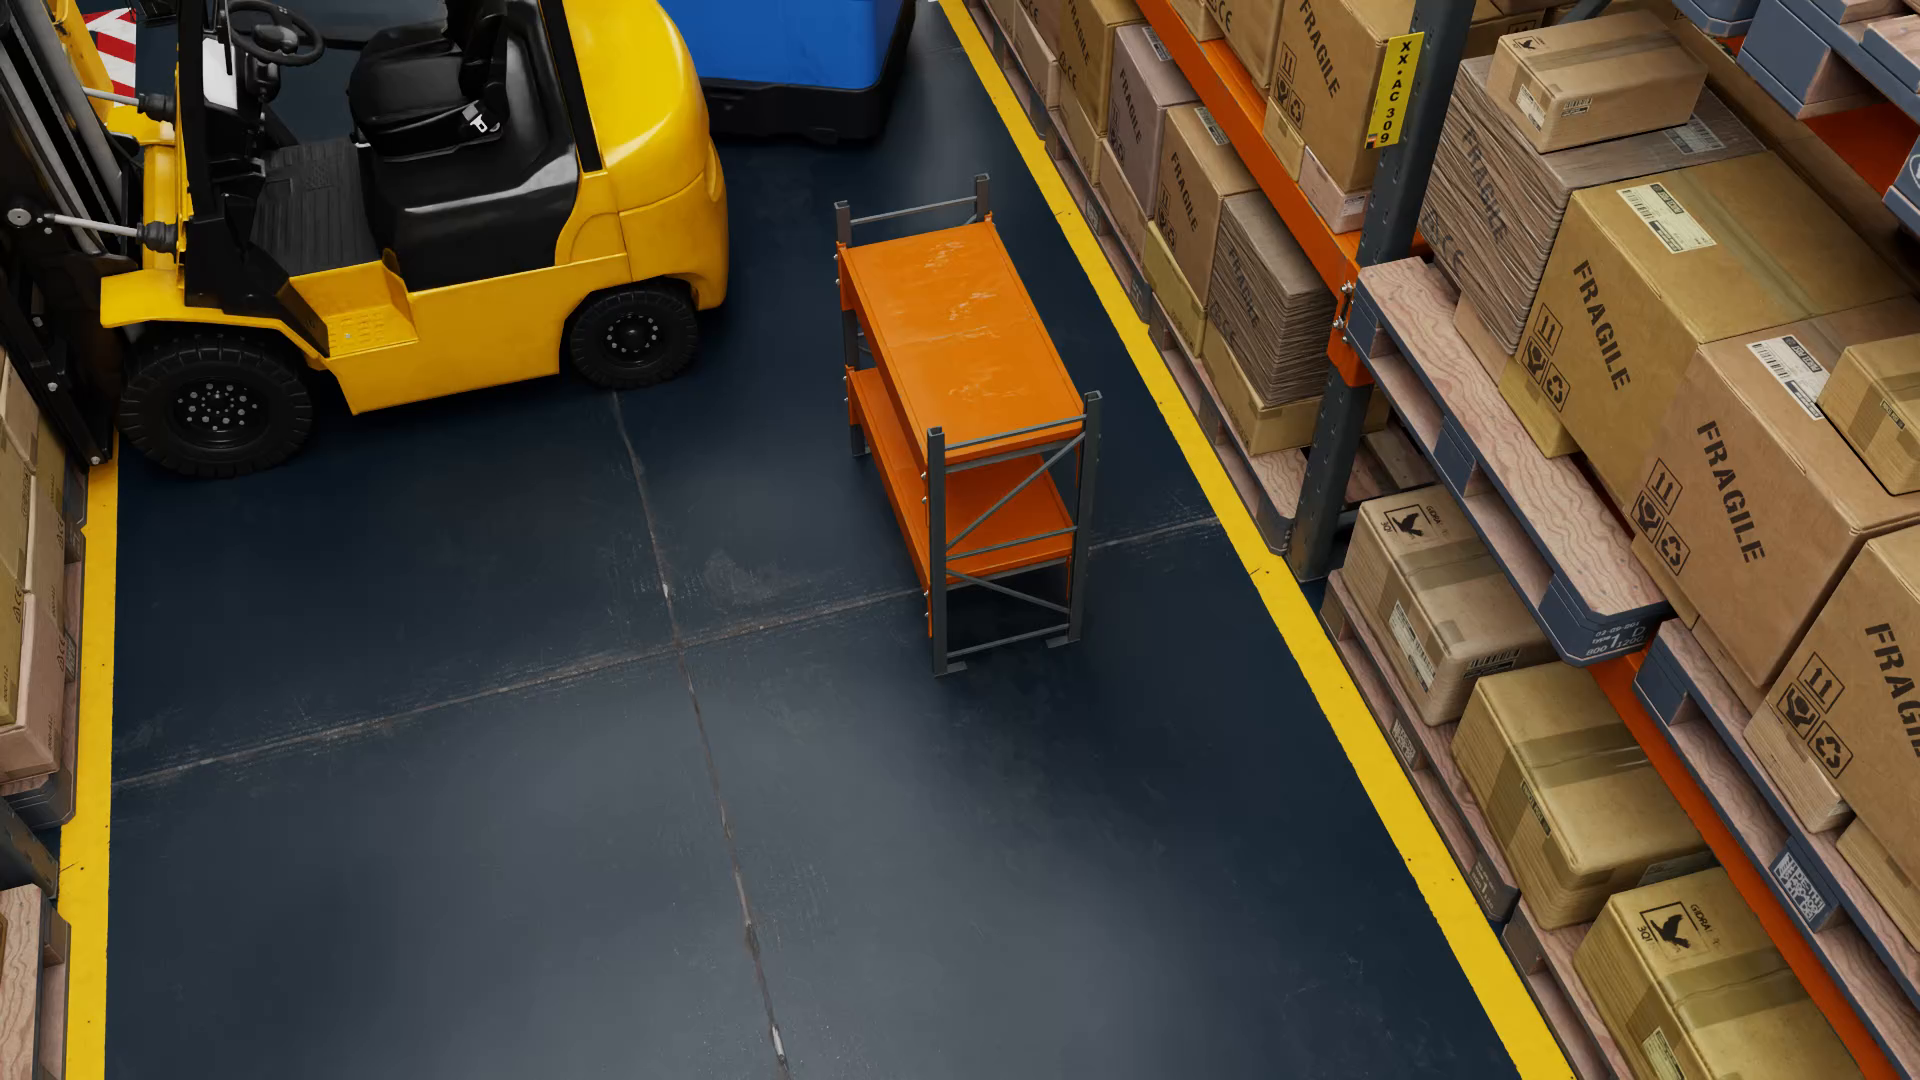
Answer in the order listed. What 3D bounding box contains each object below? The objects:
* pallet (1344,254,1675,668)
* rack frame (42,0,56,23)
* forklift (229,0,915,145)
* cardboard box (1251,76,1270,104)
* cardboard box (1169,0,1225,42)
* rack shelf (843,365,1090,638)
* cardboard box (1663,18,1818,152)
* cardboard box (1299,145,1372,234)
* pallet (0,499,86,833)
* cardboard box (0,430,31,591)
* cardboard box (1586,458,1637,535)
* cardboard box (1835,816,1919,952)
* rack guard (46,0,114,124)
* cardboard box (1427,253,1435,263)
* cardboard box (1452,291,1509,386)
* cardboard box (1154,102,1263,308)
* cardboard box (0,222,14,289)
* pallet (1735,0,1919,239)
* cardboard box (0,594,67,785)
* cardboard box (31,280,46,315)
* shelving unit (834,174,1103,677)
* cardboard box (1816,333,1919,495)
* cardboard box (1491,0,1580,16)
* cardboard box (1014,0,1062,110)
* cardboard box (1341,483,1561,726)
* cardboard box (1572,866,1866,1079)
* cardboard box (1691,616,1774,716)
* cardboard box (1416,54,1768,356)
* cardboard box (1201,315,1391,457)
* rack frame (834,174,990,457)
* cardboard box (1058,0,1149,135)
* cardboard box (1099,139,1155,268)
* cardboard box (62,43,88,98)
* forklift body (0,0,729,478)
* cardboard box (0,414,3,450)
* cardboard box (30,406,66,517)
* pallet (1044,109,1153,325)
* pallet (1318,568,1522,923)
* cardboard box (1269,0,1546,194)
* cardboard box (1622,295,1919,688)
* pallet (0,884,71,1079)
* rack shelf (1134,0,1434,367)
[{"bbox_3d":[1.694,-0.319,4.183,1.003,0.211,1.213,-13,51,-11],"label":"pallet"},{"bbox_3d":[-4.317,-2.769,6.122,1.000,3.000,0.127,-13,51,-11],"label":"rack frame"},{"bbox_3d":[-1.768,-3.161,6.498,3.031,2.935,1.130,6,50,5],"label":"forklift"},{"bbox_3d":[1.137,-1.446,5.171,0.380,0.149,0.250,-13,51,-11],"label":"cardboard box"},{"bbox_3d":[0.917,-1.798,5.469,0.380,0.149,0.250,-14,51,-12],"label":"cardboard box"},{"bbox_3d":[0.002,-0.200,5.503,0.538,0.278,1.000,-13,51,-11],"label":"rack shelf"},{"bbox_3d":[1.962,-0.950,4.055,0.500,0.500,0.500,-14,51,-12],"label":"cardboard box"},{"bbox_3d":[1.220,-1.057,4.844,0.380,0.149,0.250,-14,51,-11],"label":"cardboard box"},{"bbox_3d":[-3.329,0.461,5.223,1.003,0.211,1.213,-13,51,-11],"label":"pallet"},{"bbox_3d":[-3.133,-0.048,5.025,0.500,0.250,0.500,-14,51,-11],"label":"cardboard box"},{"bbox_3d":[1.691,-0.177,3.827,0.380,0.149,0.250,-10,51,-9],"label":"cardboard box"},{"bbox_3d":[1.934,0.595,3.176,0.380,0.149,0.250,-15,51,-12],"label":"cardboard box"},{"bbox_3d":[-4.324,-1.981,7.093,1.175,0.500,0.348,-13,51,-11],"label":"rack guard"},{"bbox_3d":[1.690,-0.955,5.626,0.500,0.500,0.500,-11,51,-9],"label":"cardboard box"},{"bbox_3d":[1.468,-0.552,4.143,0.380,0.149,0.250,-13,51,-10],"label":"cardboard box"},{"bbox_3d":[1.023,-1.206,5.838,0.500,0.500,0.500,-12,51,-10],"label":"cardboard box"},{"bbox_3d":[-3.425,-0.965,5.471,0.500,0.250,0.500,-14,51,-12],"label":"cardboard box"},{"bbox_3d":[1.997,-0.647,2.494,1.213,0.211,1.003,-13,51,-11],"label":"pallet"},{"bbox_3d":[-2.961,0.476,4.911,0.500,0.250,0.500,-13,51,-11],"label":"cardboard box"},{"bbox_3d":[-3.419,-0.787,5.648,0.500,0.250,0.500,-13,51,-11],"label":"cardboard box"},{"bbox_3d":[0.002,-0.358,5.316,0.538,1.125,1.048,-13,51,-11],"label":"shelving unit"},{"bbox_3d":[1.827,-0.251,3.041,0.380,0.149,0.250,-11,51,-9],"label":"cardboard box"},{"bbox_3d":[1.684,-1.793,4.386,0.700,0.500,0.500,-14,51,-11],"label":"cardboard box"},{"bbox_3d":[0.542,-2.117,7.096,0.500,0.250,0.500,-12,51,-10],"label":"cardboard box"},{"bbox_3d":[1.764,0.122,5.129,0.950,0.372,0.625,-13,51,-11],"label":"cardboard box"},{"bbox_3d":[2.187,1.154,4.260,0.950,0.372,0.625,-12,51,-10],"label":"cardboard box"},{"bbox_3d":[1.798,0.201,3.508,0.380,0.149,0.250,-13,51,-11],"label":"cardboard box"},{"bbox_3d":[1.471,-0.828,3.952,0.500,0.500,0.500,-12,51,-10],"label":"cardboard box"},{"bbox_3d":[1.175,-0.592,5.811,0.500,0.250,0.500,-11,51,-9],"label":"cardboard box"},{"bbox_3d":[-0.148,-0.729,5.629,0.500,1.125,0.032,-13,51,-11],"label":"rack frame"},{"bbox_3d":[0.705,-1.967,6.479,0.500,0.500,0.500,-12,51,-10],"label":"cardboard box"},{"bbox_3d":[0.862,-1.351,6.451,0.500,0.250,0.500,-13,51,-10],"label":"cardboard box"},{"bbox_3d":[-3.876,-1.746,6.784,0.500,0.250,0.500,-13,51,-11],"label":"cardboard box"},{"bbox_3d":[-2.013,-1.523,5.627,2.313,2.155,1.214,-13,51,-11],"label":"forklift body"},{"bbox_3d":[-3.119,-0.219,4.842,0.500,0.250,0.500,-13,51,-11],"label":"cardboard box"},{"bbox_3d":[-3.293,-0.264,5.534,0.500,0.250,0.500,-13,51,-10],"label":"cardboard box"},{"bbox_3d":[1.010,-1.449,6.833,1.003,0.211,1.213,-13,51,-11],"label":"pallet"},{"bbox_3d":[1.838,0.495,5.195,1.003,0.211,1.213,-13,51,-11],"label":"pallet"},{"bbox_3d":[1.238,-1.369,4.682,0.500,0.500,0.500,-14,51,-12],"label":"cardboard box"},{"bbox_3d":[1.753,-0.099,3.337,0.500,0.500,0.500,-14,51,-11],"label":"cardboard box"},{"bbox_3d":[-2.879,1.581,4.279,1.003,0.211,1.213,-13,51,-11],"label":"pallet"},{"bbox_3d":[1.015,-2.201,6.114,1.077,0.370,4.000,-13,51,-11],"label":"rack shelf"}]
